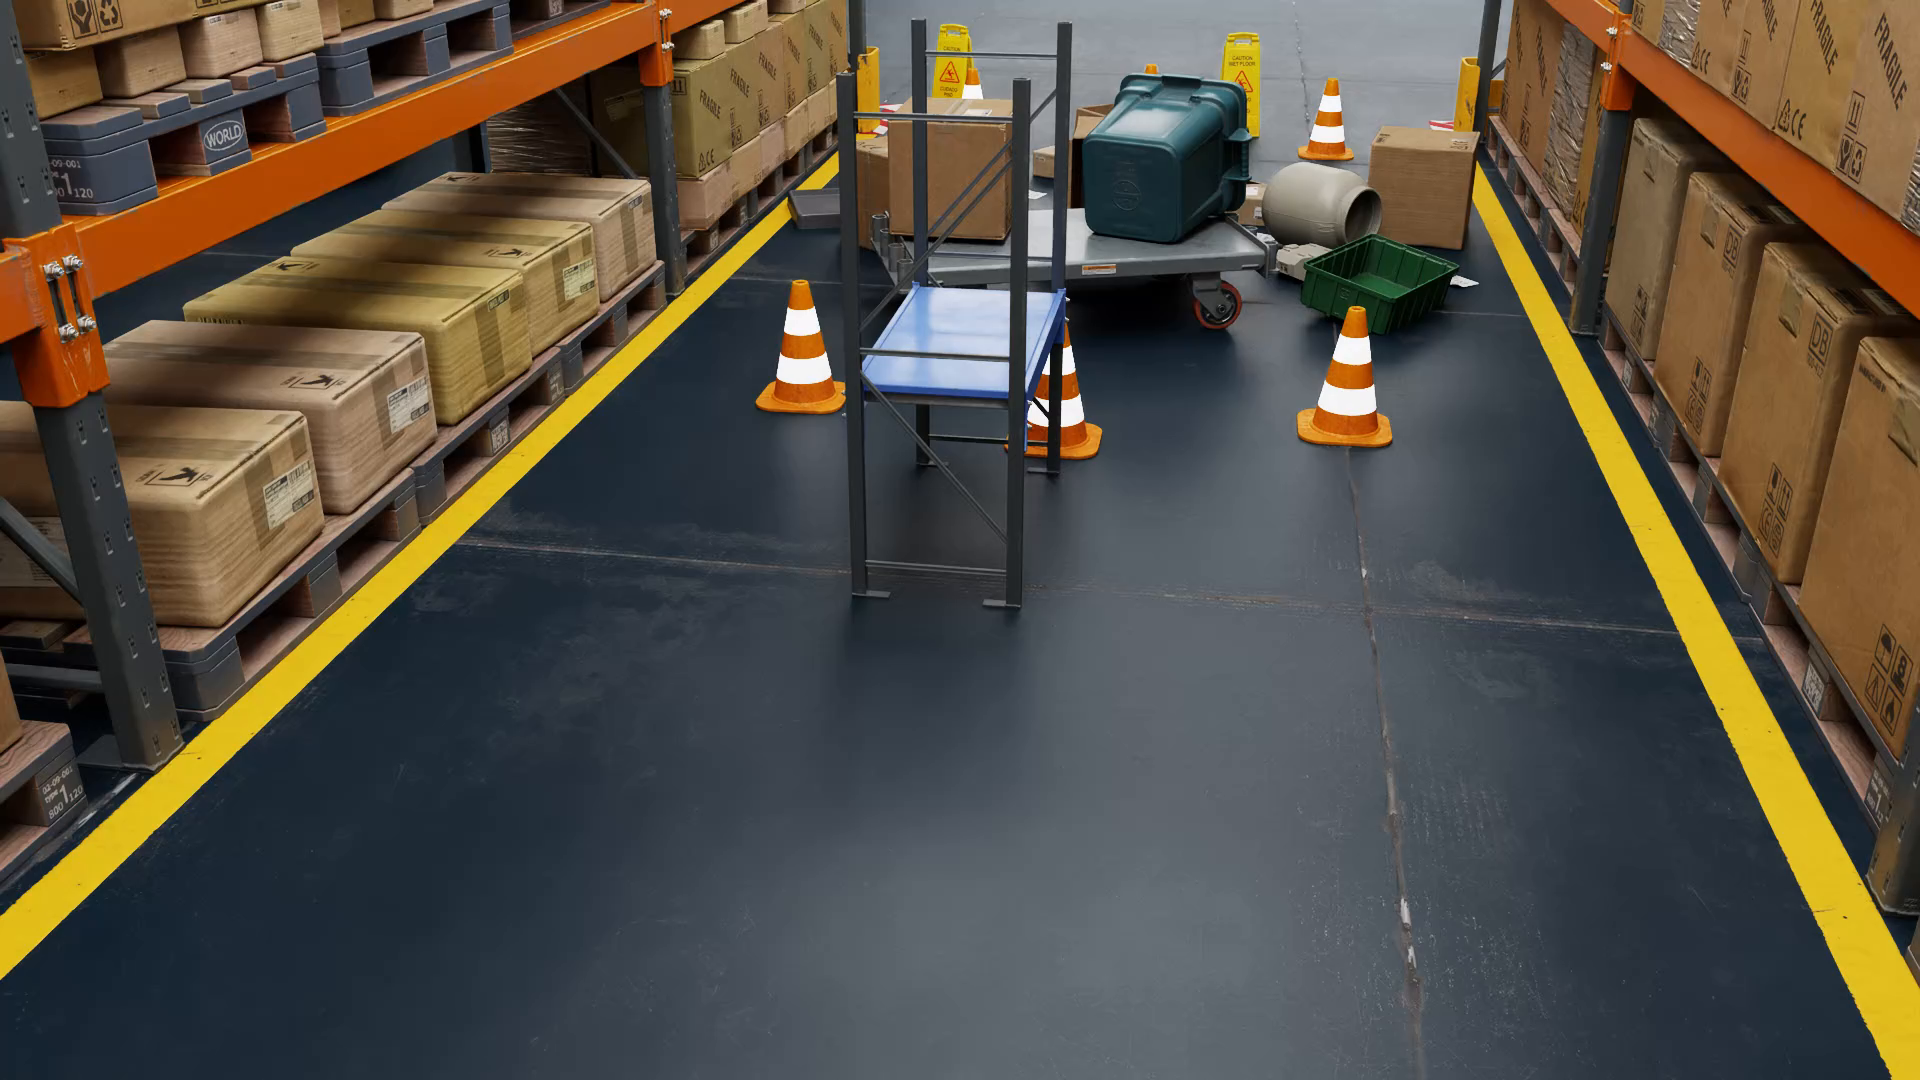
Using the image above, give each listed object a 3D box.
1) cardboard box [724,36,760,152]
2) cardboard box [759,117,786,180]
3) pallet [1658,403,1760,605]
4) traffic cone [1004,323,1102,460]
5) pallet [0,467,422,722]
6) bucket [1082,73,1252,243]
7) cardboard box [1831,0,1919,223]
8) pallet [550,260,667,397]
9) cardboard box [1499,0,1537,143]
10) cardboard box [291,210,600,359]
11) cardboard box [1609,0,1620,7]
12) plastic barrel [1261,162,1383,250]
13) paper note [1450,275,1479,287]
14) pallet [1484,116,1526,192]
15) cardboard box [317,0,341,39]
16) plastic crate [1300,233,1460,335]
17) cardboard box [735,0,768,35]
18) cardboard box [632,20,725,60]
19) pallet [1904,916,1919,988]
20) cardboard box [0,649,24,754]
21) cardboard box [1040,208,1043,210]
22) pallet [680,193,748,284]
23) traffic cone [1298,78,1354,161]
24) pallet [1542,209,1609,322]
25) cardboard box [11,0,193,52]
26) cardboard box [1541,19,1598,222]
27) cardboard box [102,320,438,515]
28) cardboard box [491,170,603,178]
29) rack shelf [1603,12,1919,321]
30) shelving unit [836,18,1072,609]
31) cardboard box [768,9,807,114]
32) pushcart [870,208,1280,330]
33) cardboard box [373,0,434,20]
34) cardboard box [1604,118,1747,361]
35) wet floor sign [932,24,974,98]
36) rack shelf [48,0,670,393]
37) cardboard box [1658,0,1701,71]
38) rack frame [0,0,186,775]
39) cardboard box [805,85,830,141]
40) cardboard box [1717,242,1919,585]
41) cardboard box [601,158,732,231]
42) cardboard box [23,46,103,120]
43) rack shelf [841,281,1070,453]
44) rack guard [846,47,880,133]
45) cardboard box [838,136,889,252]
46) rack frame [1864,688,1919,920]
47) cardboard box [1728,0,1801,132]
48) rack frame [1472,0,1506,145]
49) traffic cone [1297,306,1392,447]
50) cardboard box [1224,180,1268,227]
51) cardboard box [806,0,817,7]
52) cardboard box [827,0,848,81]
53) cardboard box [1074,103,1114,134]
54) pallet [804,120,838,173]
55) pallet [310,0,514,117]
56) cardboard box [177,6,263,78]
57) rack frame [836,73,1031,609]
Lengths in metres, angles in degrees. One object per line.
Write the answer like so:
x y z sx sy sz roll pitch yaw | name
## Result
-1.340 -2.260 8.404 0.500 0.500 0.500 5 26 11 | cardboard box
-1.256 -2.142 9.036 0.500 0.250 0.500 4 25 8 | cardboard box
2.872 -0.119 5.256 1.003 0.211 1.213 4 25 9 | pallet
0.339 -0.568 5.917 0.336 0.463 0.334 4 25 9 | traffic cone
-2.303 0.086 4.816 1.003 0.211 1.213 4 25 9 | pallet
0.869 -1.645 7.293 0.726 0.611 0.620 13 38 26 | bucket
2.359 -1.010 3.751 0.500 0.500 0.500 4 25 9 | cardboard box
-1.905 -0.934 6.997 1.003 0.211 1.213 4 25 9 | pallet
3.729 -2.835 9.779 0.875 0.875 0.875 4 25 9 | cardboard box
-1.976 -1.002 6.458 0.950 0.372 0.625 6 26 12 | cardboard box
3.170 -2.445 6.759 0.875 0.550 0.550 4 25 9 | cardboard box
1.793 -1.636 8.246 0.421 0.421 0.512 -20 32 -36 | plastic barrel
2.338 -1.222 7.823 0.147 0.020 0.142 -14 29 -27 | paper note
3.721 -2.292 9.898 1.003 0.211 1.213 4 25 9 | pallet
-1.999 -1.496 4.709 0.380 0.149 0.250 6 26 12 | cardboard box
1.857 -1.138 7.392 0.450 0.188 0.662 29 36 30 | plastic crate
-1.213 -2.705 8.589 0.380 0.149 0.250 5 26 12 | cardboard box
-1.336 -2.377 7.889 0.380 0.149 0.250 4 25 9 | cardboard box
2.338 1.041 2.778 1.003 0.211 1.213 4 25 9 | pallet
-2.627 0.205 3.284 0.875 0.875 0.875 4 25 8 | cardboard box
0.472 -1.477 8.091 0.258 0.266 0.396 -14 29 -27 | cardboard box
-1.704 -1.543 8.298 1.003 0.211 1.213 4 25 9 | pallet
2.287 -2.622 10.306 0.336 0.463 0.334 4 25 9 | traffic cone
3.323 -1.272 7.718 1.003 0.211 1.213 4 25 9 | pallet
-2.131 -1.392 3.722 0.500 0.500 0.500 3 25 7 | cardboard box
3.437 -2.085 8.178 0.875 0.875 0.875 4 25 9 | cardboard box
-2.218 -0.395 5.159 0.950 0.372 0.625 4 25 8 | cardboard box
-1.947 -1.734 8.163 0.500 0.250 0.500 5 26 11 | cardboard box
2.794 -1.060 4.824 1.077 0.370 4.000 4 25 9 | rack shelf
0.014 -0.715 5.008 0.538 1.500 1.048 4 25 9 | shelving unit
-1.170 -2.698 9.339 0.500 0.500 0.500 3 25 7 | cardboard box
0.479 -1.198 7.364 1.648 0.377 0.936 -5 25 -10 | pushcart
-1.884 -1.722 5.191 0.380 0.149 0.250 5 26 10 | cardboard box
3.108 -1.128 6.279 1.050 0.750 0.750 4 25 8 | cardboard box
-0.038 -3.135 11.186 0.267 0.644 0.232 13 28 26 | wet floor sign
-2.106 -1.360 5.467 1.077 0.370 4.000 4 25 9 | rack shelf
2.688 -1.855 5.556 0.500 0.500 0.500 4 25 9 | cardboard box
-2.433 -0.850 3.527 1.000 3.000 0.127 4 25 9 | rack frame
-1.084 -2.568 9.946 0.500 0.250 0.500 4 25 9 | cardboard box
2.795 -0.335 4.585 1.050 0.750 0.750 4 25 9 | cardboard box
-1.416 -1.696 8.082 0.500 0.250 0.500 3 25 6 | cardboard box
-2.196 -1.049 3.754 0.380 0.149 0.250 3 25 5 | cardboard box
0.014 -0.552 5.085 0.538 0.185 1.000 4 25 9 | rack shelf
-1.138 -3.032 11.137 1.175 0.500 0.348 4 25 9 | rack guard
-0.261 -1.746 8.387 0.500 0.500 0.500 -20 32 -36 | cardboard box
2.467 -0.549 2.885 1.000 3.000 0.127 4 25 9 | rack frame
2.520 -1.434 4.657 0.500 0.500 0.500 4 25 9 | cardboard box
3.775 -3.895 10.033 1.000 3.000 0.127 4 25 9 | rack frame
1.412 -0.617 6.022 0.336 0.463 0.334 4 25 9 | traffic cone
1.585 -1.830 8.847 0.396 0.266 0.258 8 26 18 | cardboard box
-1.037 -3.158 9.556 0.380 0.149 0.250 4 25 9 | cardboard box
-0.999 -3.127 10.256 0.500 0.500 0.500 4 25 9 | cardboard box
1.085 -2.155 9.260 0.797 0.503 0.637 -14 29 -27 | cardboard box
-1.305 -2.564 10.478 1.003 0.211 1.213 4 25 9 | pallet
-2.149 -1.594 5.343 1.003 0.211 1.213 4 25 9 | pallet
-2.026 -1.276 4.240 0.380 0.149 0.250 2 25 5 | cardboard box
-0.069 -0.502 4.554 0.500 1.500 0.032 4 25 9 | rack frame
